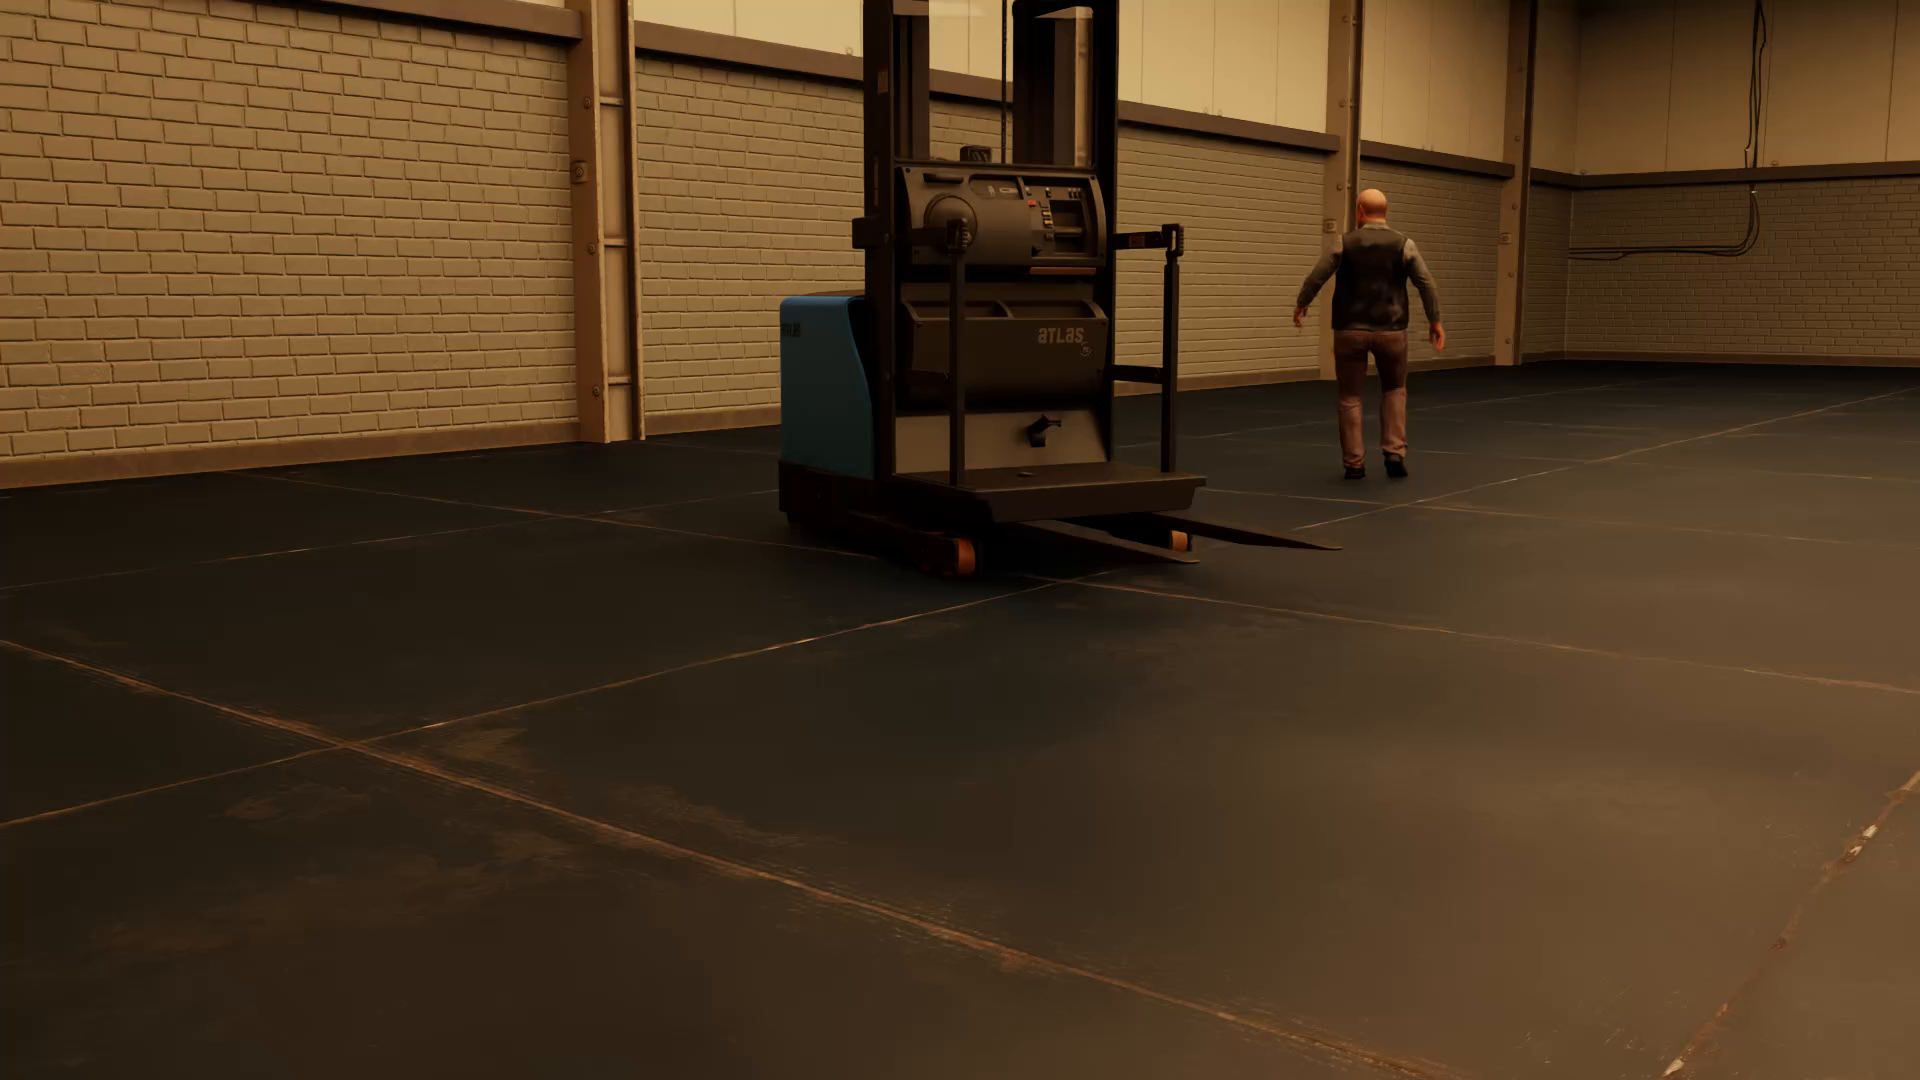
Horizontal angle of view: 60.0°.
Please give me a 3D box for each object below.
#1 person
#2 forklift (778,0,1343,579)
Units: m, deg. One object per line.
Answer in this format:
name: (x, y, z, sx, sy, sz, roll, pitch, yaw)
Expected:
person: (2.431, -1.203, 9.921, 0.889, 1.739, 0.493, 2, 9, 14)
forklift: (0.294, -1.373, 6.664, 1.130, 2.935, 3.031, -5, 9, -28)
